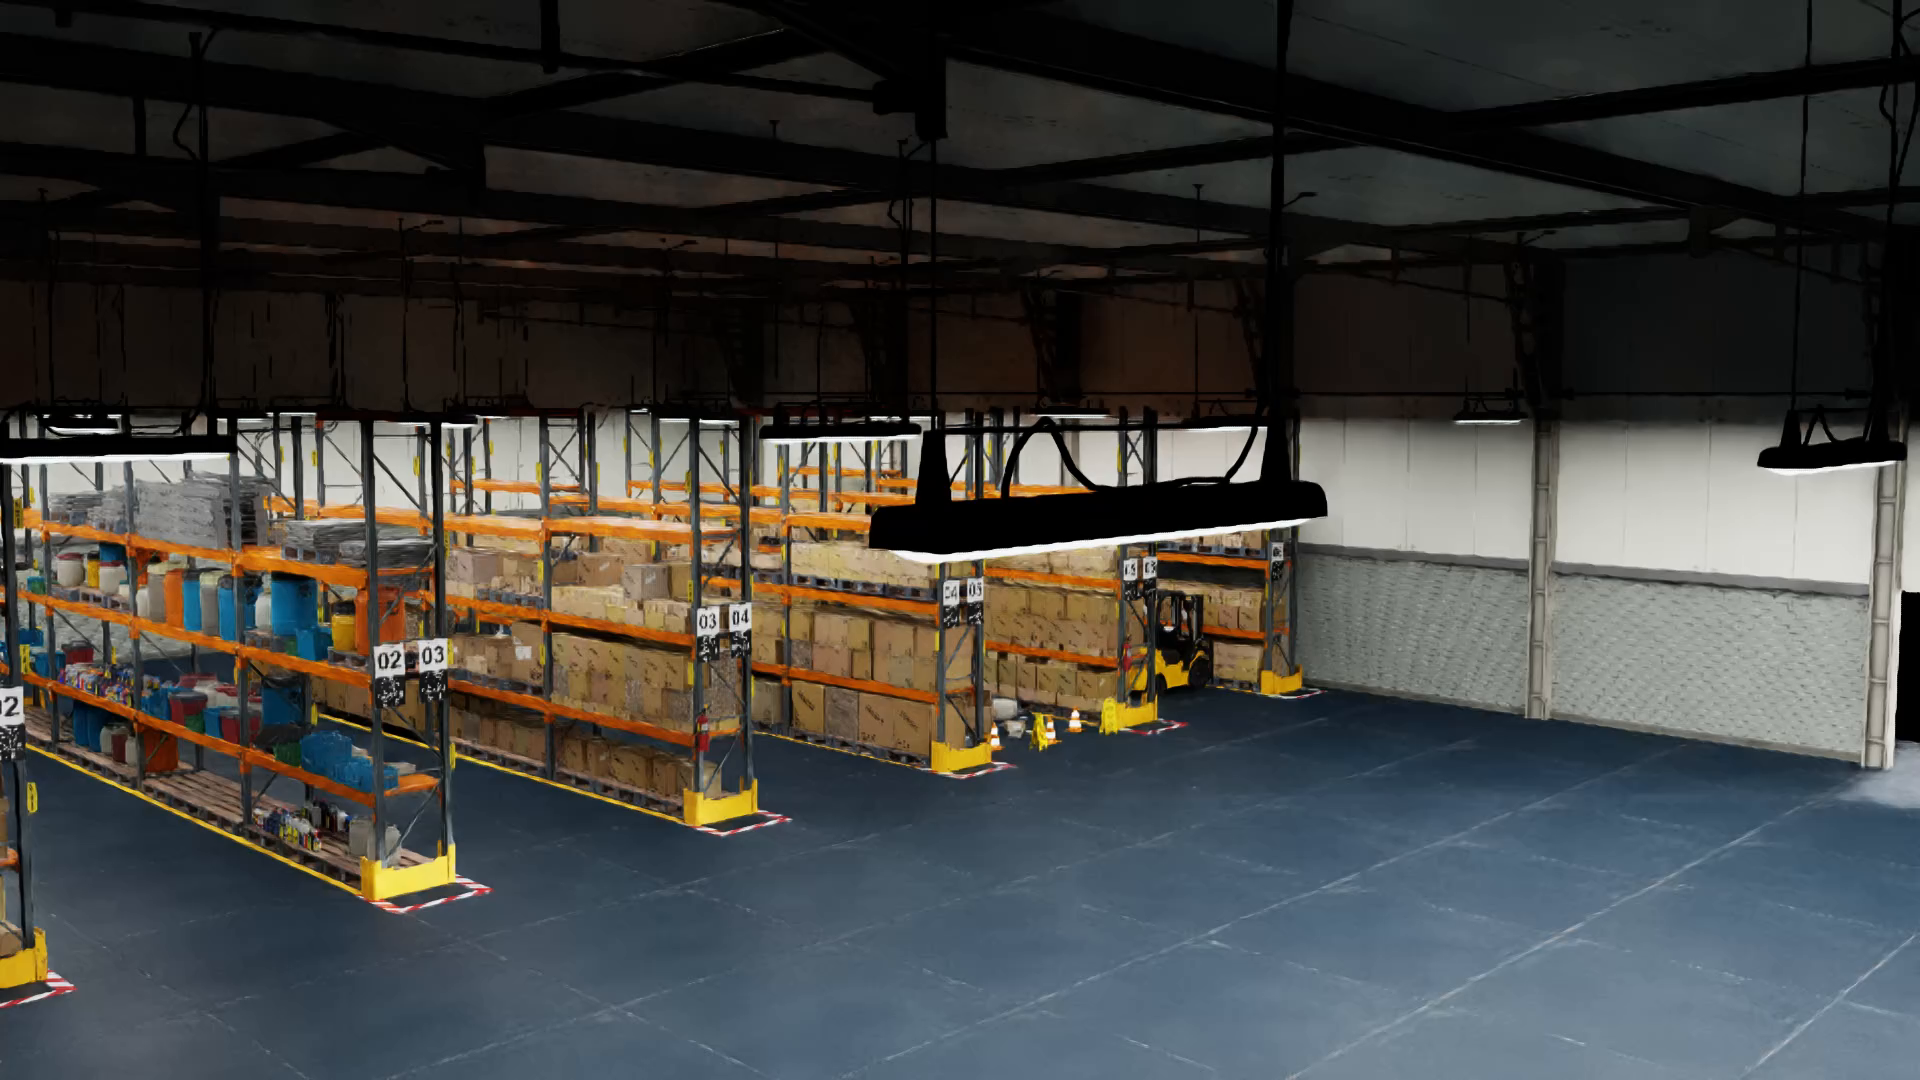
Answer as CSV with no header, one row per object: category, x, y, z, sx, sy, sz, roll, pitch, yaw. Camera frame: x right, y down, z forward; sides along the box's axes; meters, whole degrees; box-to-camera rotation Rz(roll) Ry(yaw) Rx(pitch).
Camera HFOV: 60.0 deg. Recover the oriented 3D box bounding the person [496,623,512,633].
person,-12.111,1.605,44.107,0.506,1.662,0.569,0,5,3
